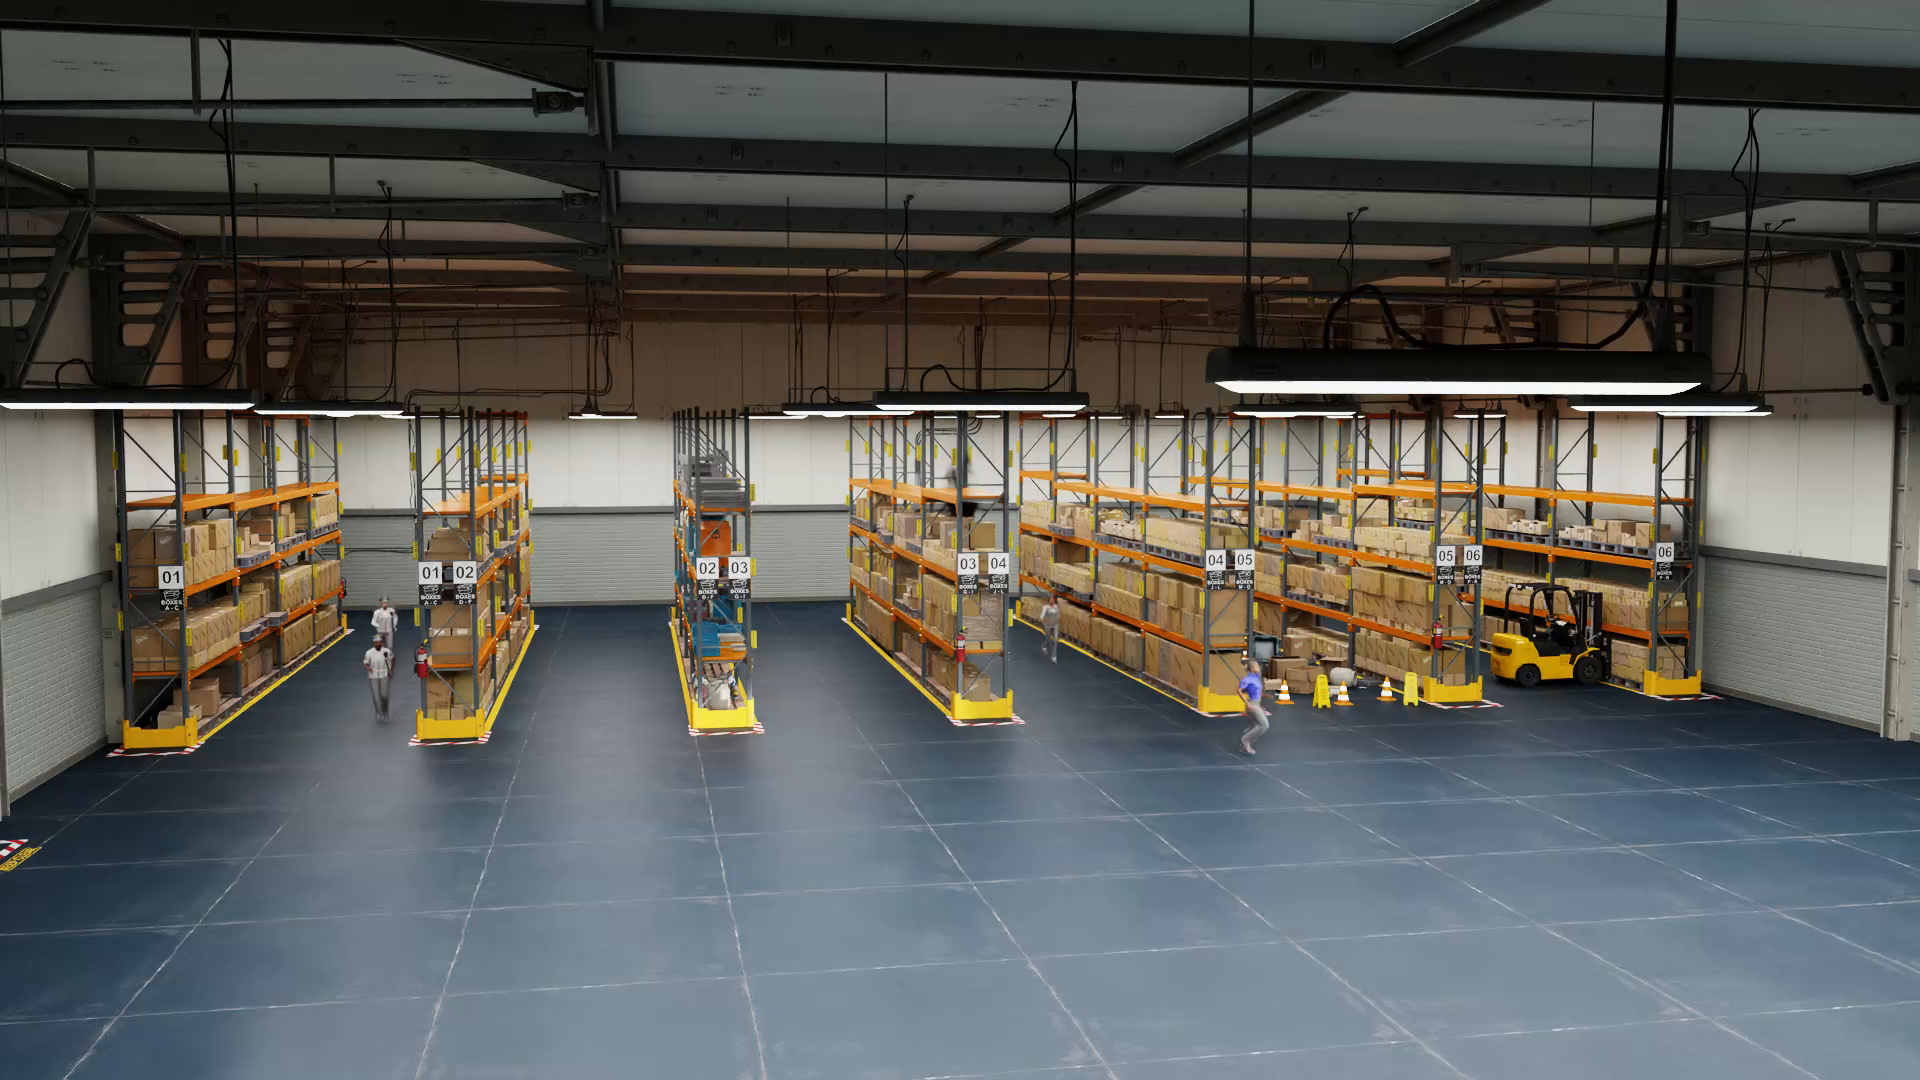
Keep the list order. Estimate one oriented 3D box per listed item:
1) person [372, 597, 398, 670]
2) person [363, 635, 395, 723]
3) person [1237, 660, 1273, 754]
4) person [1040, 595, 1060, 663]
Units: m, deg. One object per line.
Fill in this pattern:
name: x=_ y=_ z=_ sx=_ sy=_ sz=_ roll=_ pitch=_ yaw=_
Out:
person: x=-13.341 y=2.140 z=38.595 sx=0.600 sy=1.681 sz=0.892 roll=-2 pitch=5 yaw=-26
person: x=-11.048 y=2.647 z=31.617 sx=0.572 sy=1.725 sz=0.697 roll=-1 pitch=4 yaw=-15
person: x=5.082 y=2.874 z=28.569 sx=0.599 sy=1.617 sz=0.560 roll=2 pitch=4 yaw=22
person: x=2.177 y=2.106 z=39.882 sx=0.538 sy=1.596 sz=0.812 roll=-1 pitch=4 yaw=-15
